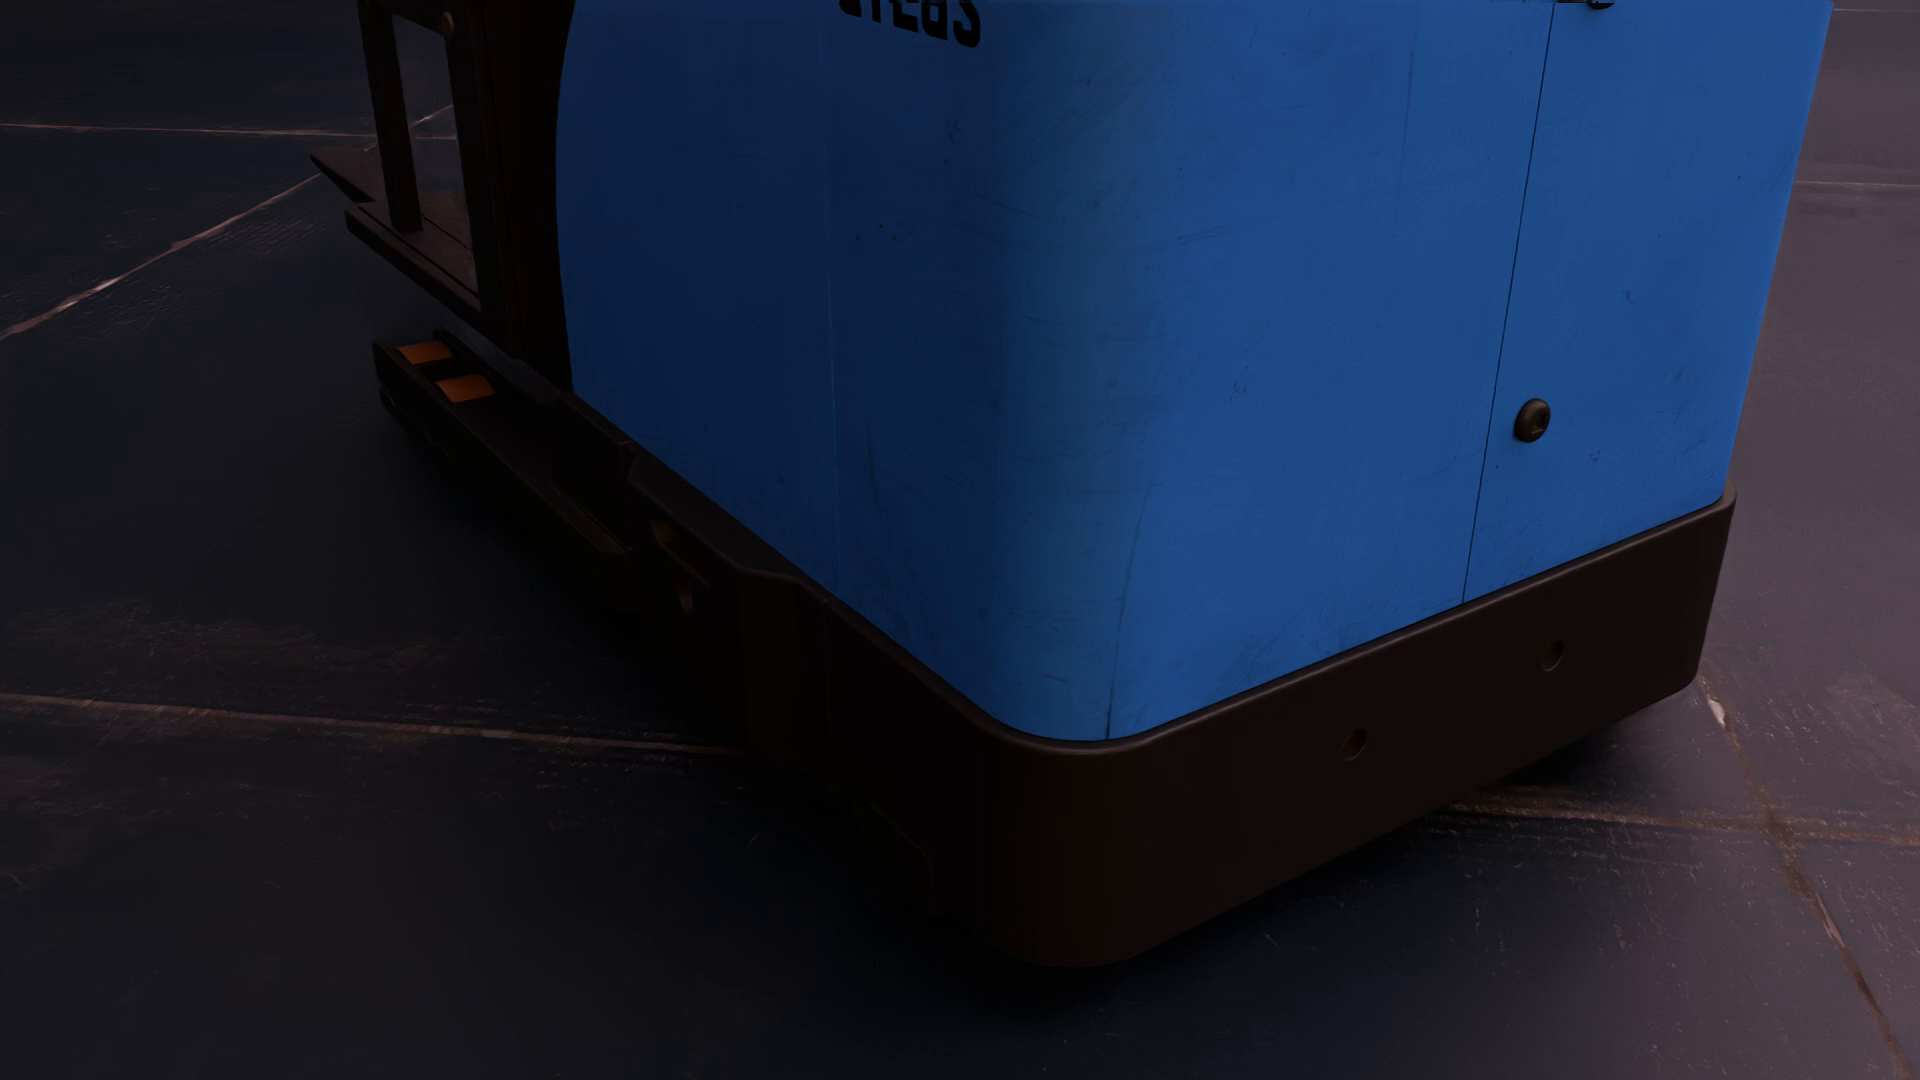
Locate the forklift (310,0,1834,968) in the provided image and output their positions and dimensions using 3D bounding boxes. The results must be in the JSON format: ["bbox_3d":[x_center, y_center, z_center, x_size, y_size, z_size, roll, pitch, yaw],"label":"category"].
[{"bbox_3d":[-0.341,-1.521,2.266,1.130,2.935,3.031,-17,31,-30],"label":"forklift"}]
